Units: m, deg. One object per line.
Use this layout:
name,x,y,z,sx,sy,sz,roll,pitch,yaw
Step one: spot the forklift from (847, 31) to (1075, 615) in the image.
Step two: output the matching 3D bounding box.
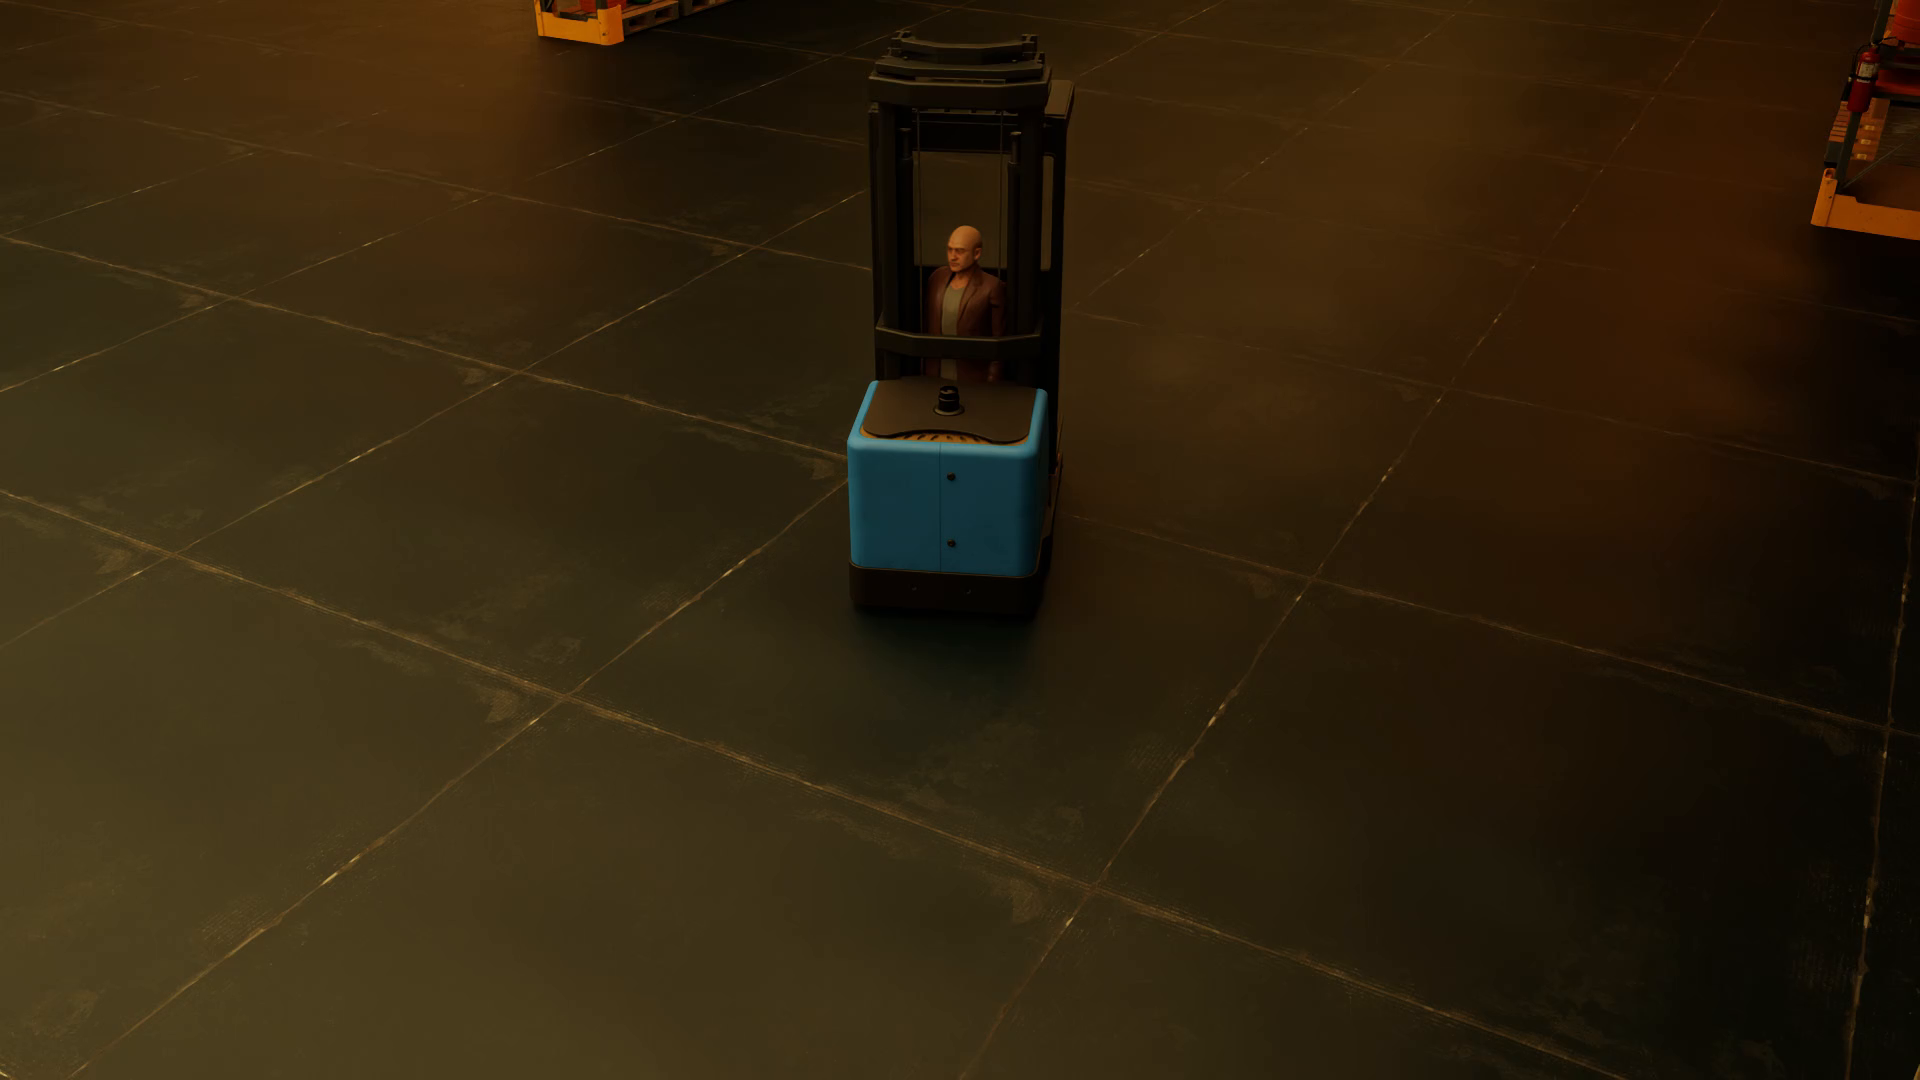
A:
forklift,0.072,-1.572,9.794,1.130,2.935,3.031,3,30,6

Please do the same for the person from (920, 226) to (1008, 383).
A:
person,0.001,-0.951,9.477,0.548,1.709,0.334,15,33,25
